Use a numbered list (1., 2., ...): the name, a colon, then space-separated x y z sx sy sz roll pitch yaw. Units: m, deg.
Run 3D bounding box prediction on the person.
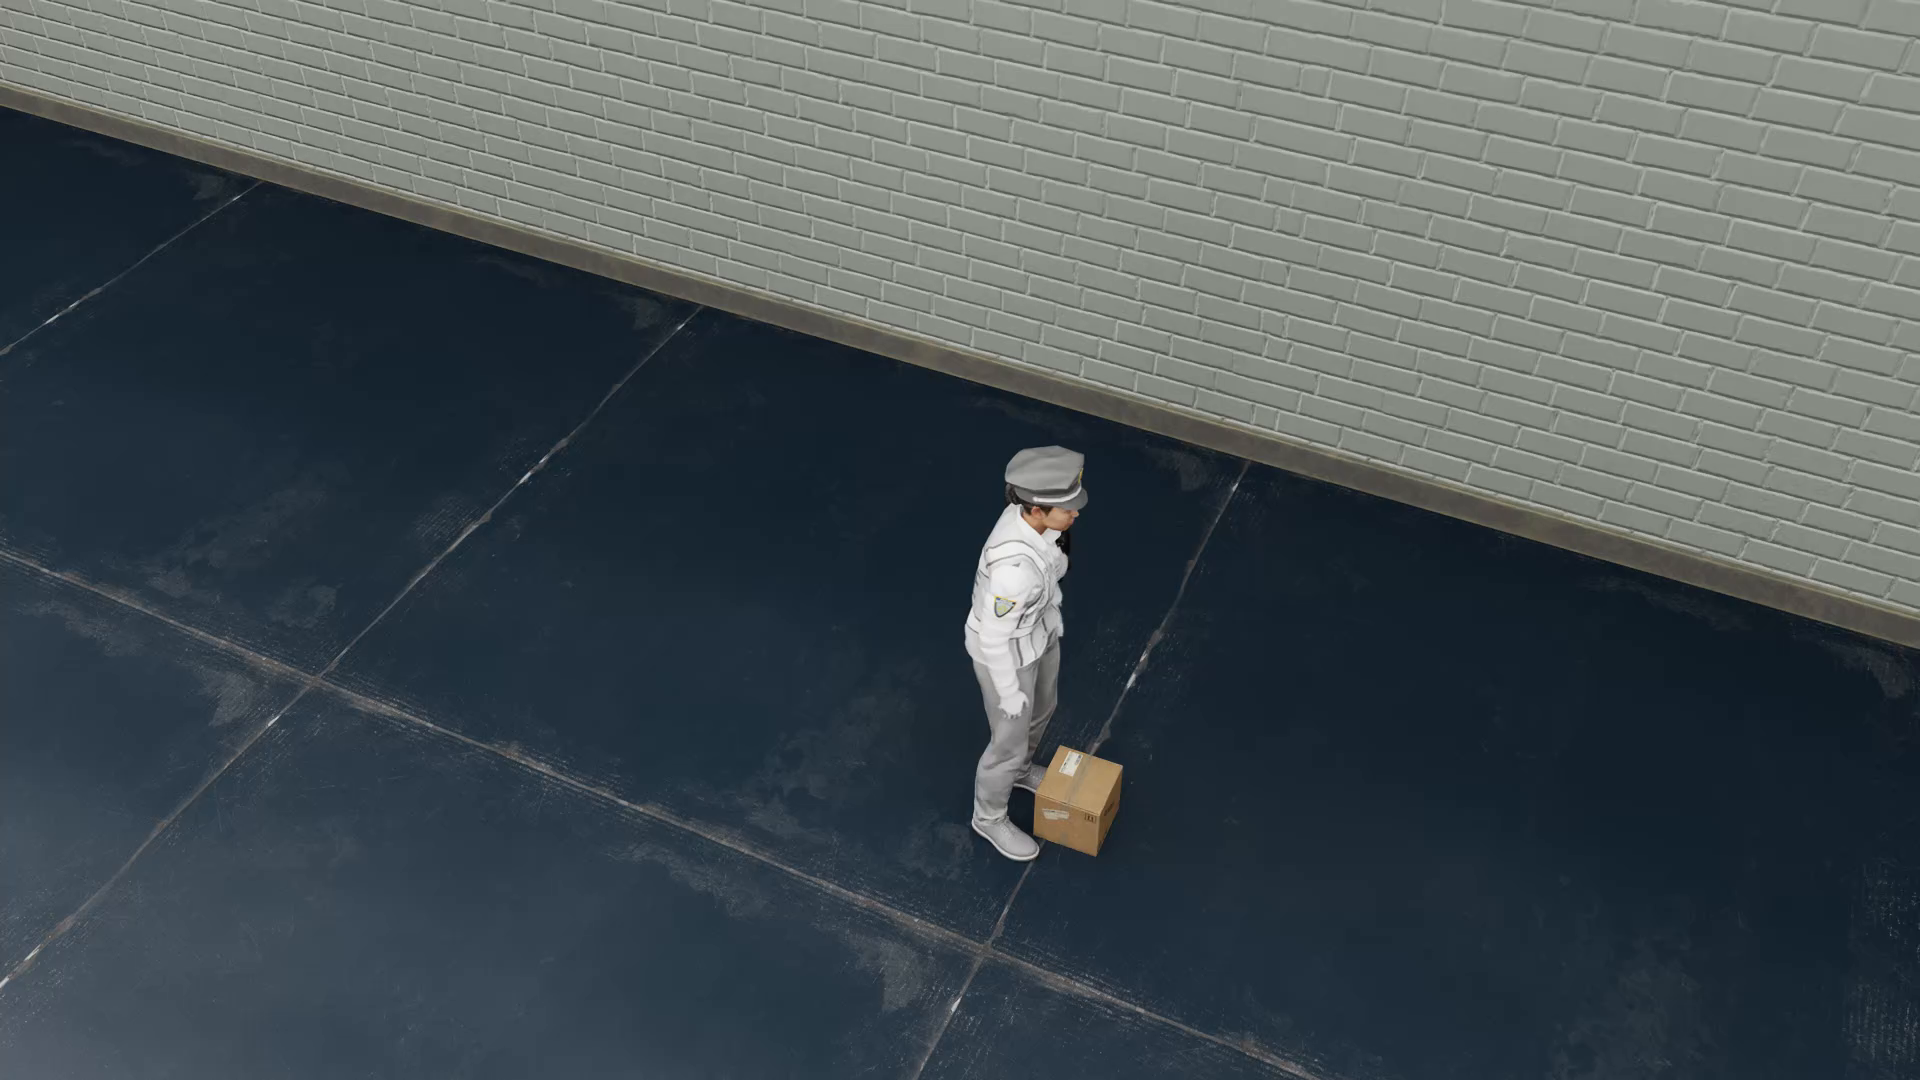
1. person: 0.219 0.370 5.747 0.369 1.667 0.547 15 44 16
